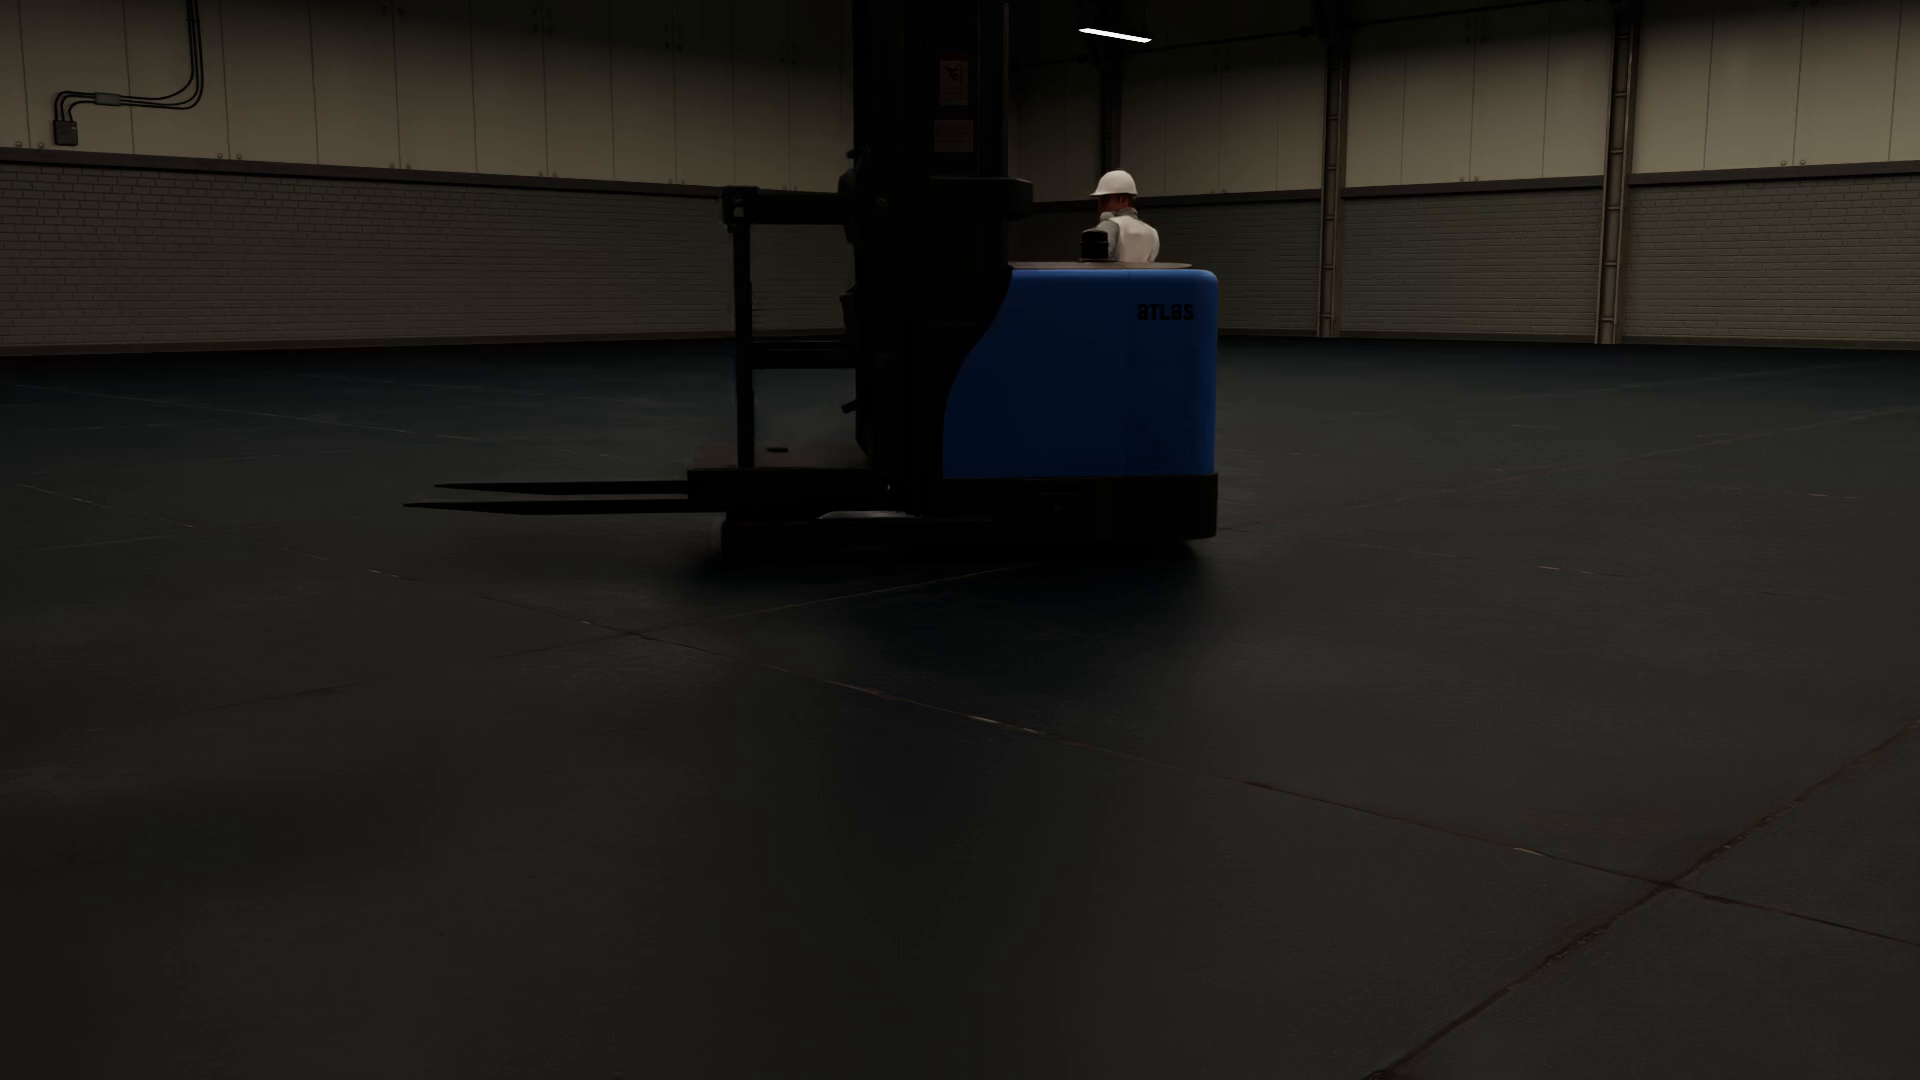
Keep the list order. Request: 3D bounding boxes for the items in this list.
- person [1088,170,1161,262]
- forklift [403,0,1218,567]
[{"bbox_3d":[0.931,-1.337,9.987,0.563,1.727,0.924,-2,9,-14],"label":"person"},{"bbox_3d":[-0.577,-1.435,6.403,3.031,2.935,1.130,-1,9,-7],"label":"forklift"}]
